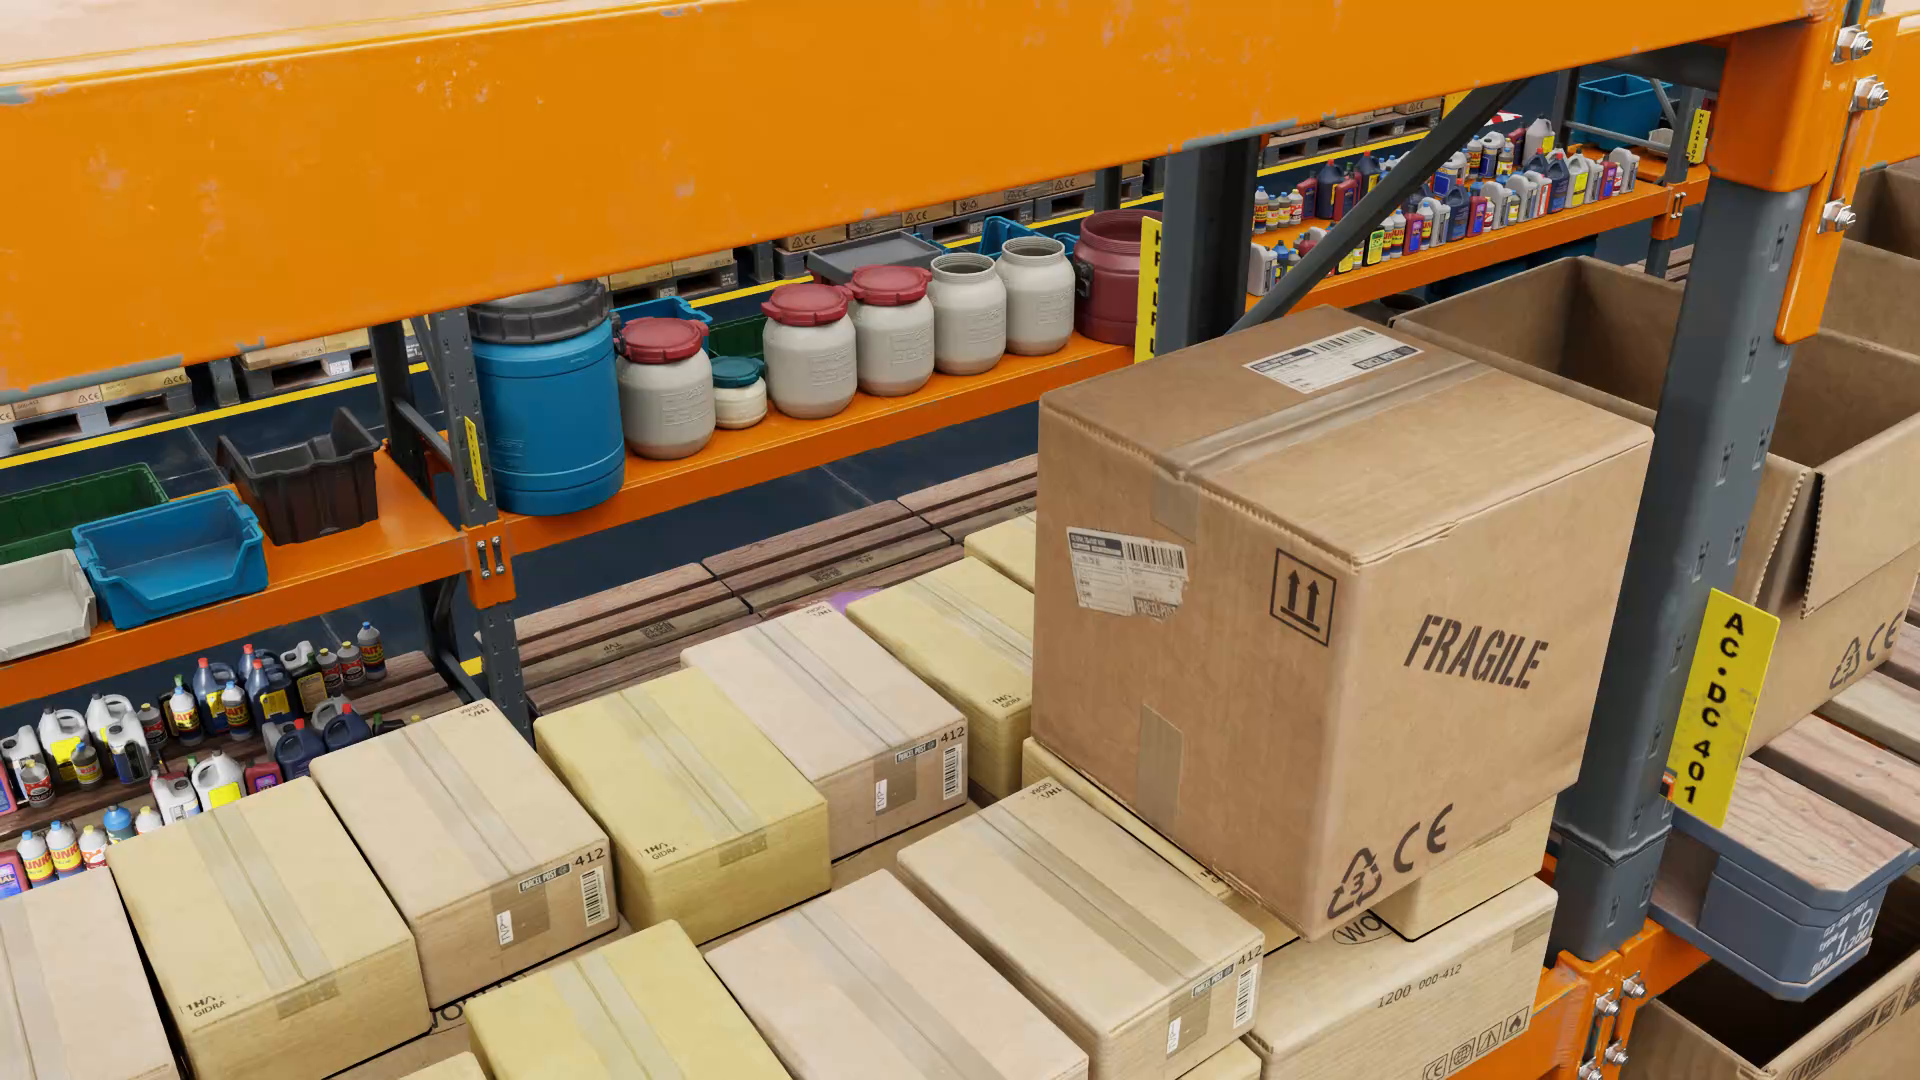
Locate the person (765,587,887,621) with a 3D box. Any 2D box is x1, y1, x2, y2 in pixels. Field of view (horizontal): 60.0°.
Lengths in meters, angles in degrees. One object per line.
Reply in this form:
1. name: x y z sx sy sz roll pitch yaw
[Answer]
1. person: -0.444 0.669 6.926 0.842 1.116 0.397 -21 35 -32
